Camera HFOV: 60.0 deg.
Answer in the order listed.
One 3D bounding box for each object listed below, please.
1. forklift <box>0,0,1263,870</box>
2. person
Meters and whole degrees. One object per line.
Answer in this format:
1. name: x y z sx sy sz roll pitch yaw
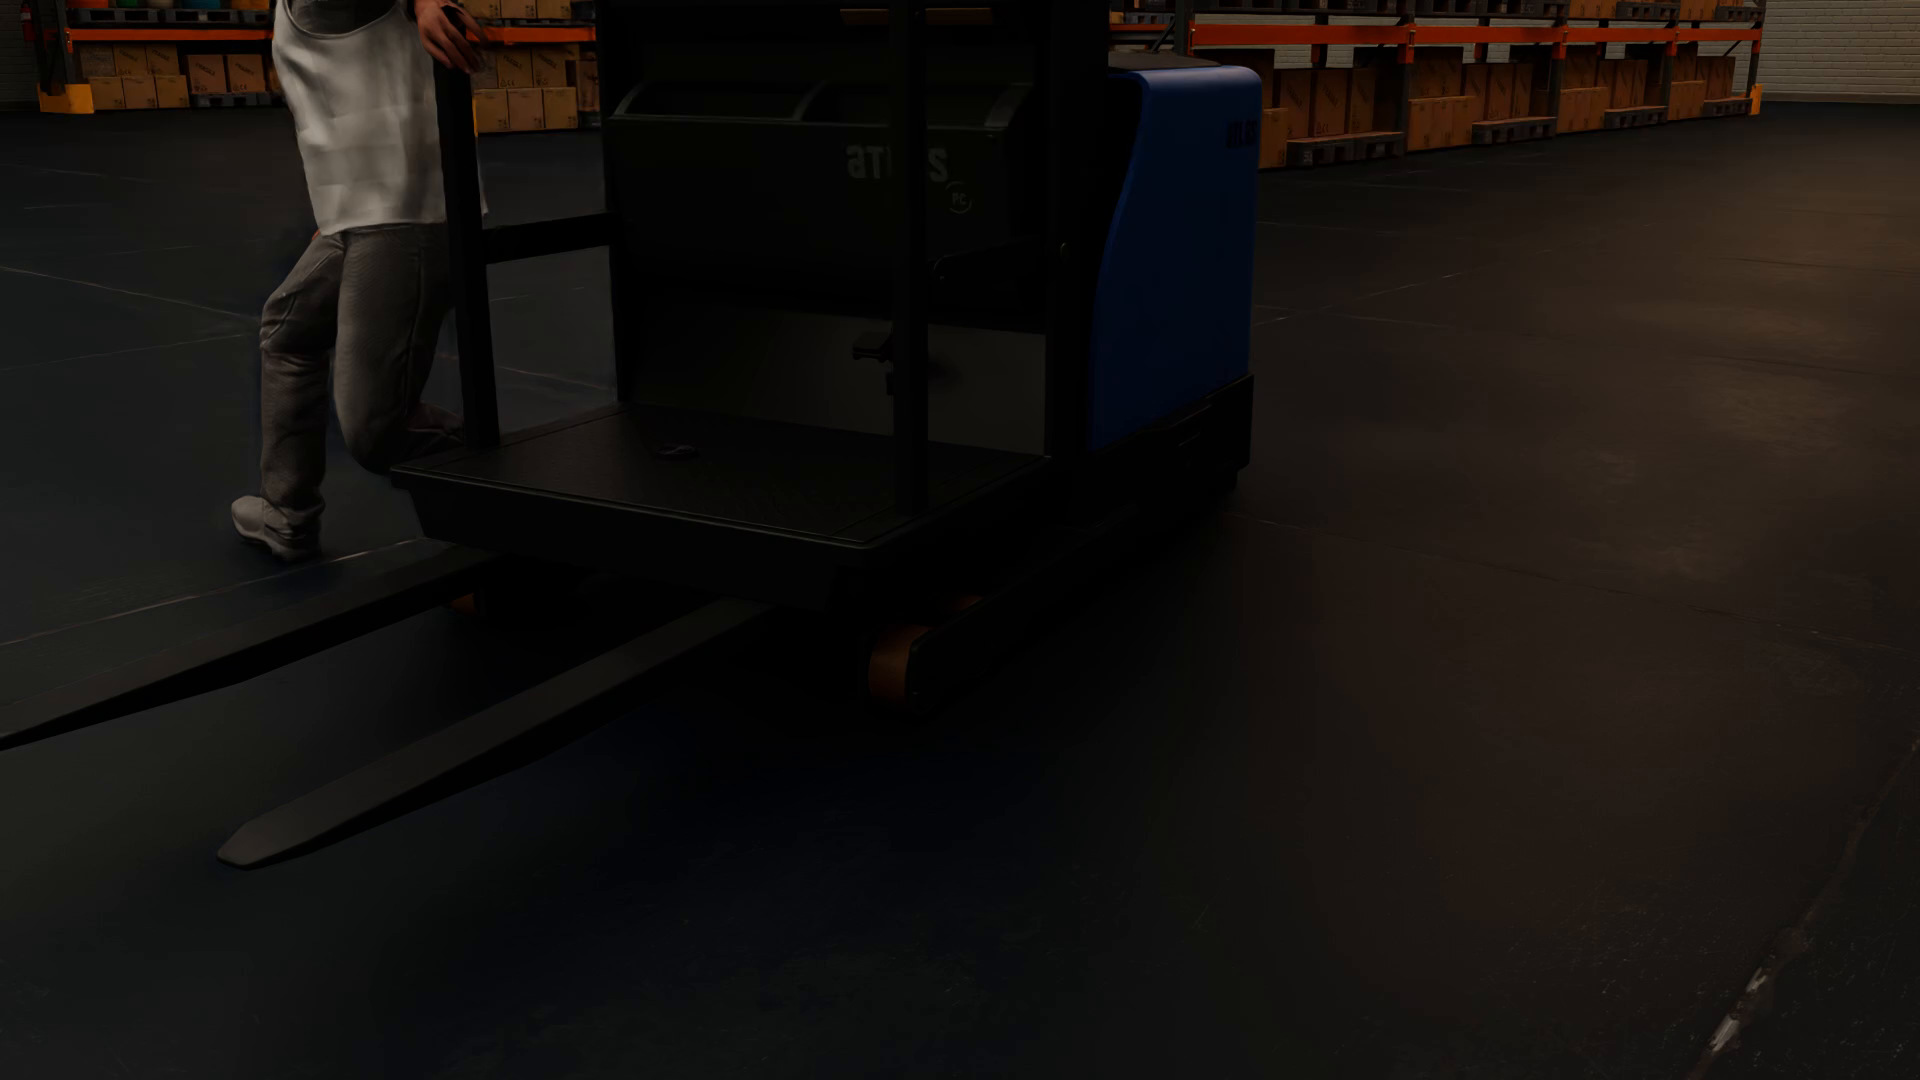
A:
1. forklift: -0.390 -1.242 2.988 1.130 2.935 3.031 9 19 27
2. person: -1.254 -0.658 3.443 0.702 1.559 1.160 -5 18 -17
